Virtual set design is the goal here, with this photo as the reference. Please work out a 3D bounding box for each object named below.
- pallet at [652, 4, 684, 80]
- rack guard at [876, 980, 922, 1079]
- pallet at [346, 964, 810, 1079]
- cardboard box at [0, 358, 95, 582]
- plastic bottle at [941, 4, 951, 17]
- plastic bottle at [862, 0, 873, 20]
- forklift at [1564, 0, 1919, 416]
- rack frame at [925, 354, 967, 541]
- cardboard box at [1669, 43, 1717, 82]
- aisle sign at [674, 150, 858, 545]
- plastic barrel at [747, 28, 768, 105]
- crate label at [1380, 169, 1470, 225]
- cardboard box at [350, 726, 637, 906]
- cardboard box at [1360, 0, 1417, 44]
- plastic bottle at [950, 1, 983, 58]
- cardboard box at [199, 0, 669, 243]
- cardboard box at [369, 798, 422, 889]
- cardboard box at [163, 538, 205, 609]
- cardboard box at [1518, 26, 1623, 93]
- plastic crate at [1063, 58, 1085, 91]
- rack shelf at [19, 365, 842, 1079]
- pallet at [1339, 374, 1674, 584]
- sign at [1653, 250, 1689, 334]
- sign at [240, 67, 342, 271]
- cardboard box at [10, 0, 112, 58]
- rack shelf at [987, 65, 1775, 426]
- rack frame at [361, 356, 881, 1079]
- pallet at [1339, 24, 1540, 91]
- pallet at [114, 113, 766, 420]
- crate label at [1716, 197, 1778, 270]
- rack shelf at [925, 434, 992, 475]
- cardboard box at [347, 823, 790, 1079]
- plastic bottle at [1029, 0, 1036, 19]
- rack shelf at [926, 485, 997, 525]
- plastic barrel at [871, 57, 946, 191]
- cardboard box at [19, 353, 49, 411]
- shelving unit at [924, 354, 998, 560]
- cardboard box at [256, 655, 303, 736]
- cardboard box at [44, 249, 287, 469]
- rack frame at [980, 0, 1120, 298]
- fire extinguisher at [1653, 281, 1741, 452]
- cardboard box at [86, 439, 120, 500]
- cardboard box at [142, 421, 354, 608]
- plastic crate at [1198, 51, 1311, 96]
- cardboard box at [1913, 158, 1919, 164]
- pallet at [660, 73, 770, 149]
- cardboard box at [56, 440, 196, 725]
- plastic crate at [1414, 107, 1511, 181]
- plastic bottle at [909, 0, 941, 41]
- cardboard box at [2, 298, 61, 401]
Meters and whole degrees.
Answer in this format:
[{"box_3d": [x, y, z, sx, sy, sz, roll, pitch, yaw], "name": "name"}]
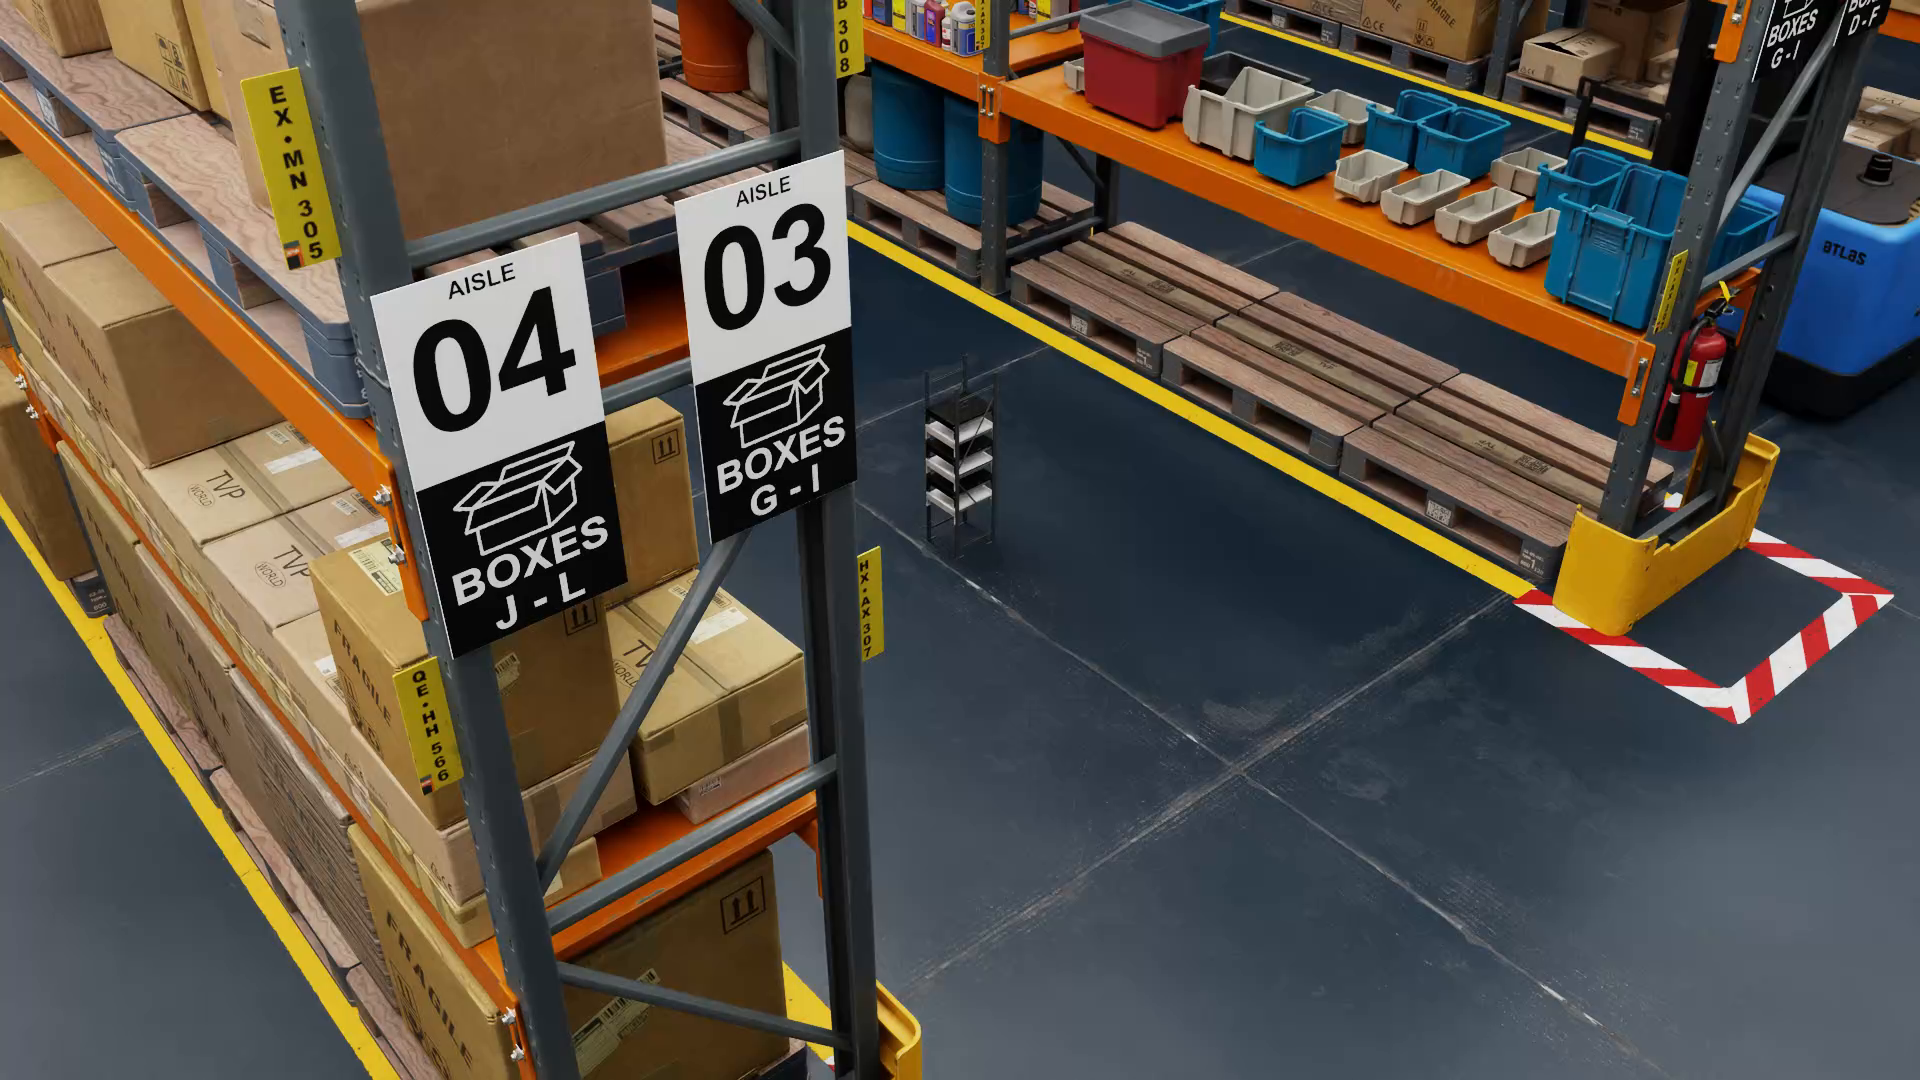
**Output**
[{"box_3d": [-2.509, -3.842, 12.992, 1.003, 0.211, 1.213, -26, 43, -32], "name": "pallet"}, {"box_3d": [-0.644, 1.787, 4.795, 1.175, 0.500, 0.348, -26, 43, -32], "name": "rack guard"}, {"box_3d": [-1.236, 1.570, 5.350, 1.003, 0.211, 1.213, -26, 43, -32], "name": "pallet"}, {"box_3d": [-3.669, -0.589, 7.462, 1.225, 0.875, 0.875, -26, 43, -32], "name": "cardboard box"}, {"box_3d": [-0.094, -2.952, 9.495, 0.097, 0.201, 0.097, 0, 35, 0], "name": "plastic bottle"}, {"box_3d": [-0.520, -3.244, 9.842, 0.152, 0.276, 0.135, -26, 43, -32], "name": "plastic bottle"}, {"box_3d": [3.928, -2.616, 8.908, 1.130, 2.935, 3.031, -25, 42, -31], "name": "forklift"}, {"box_3d": [-0.060, -0.409, 7.548, 0.240, 0.900, 0.006, -26, 43, -32], "name": "rack frame"}, {"box_3d": [5.397, -3.308, 11.772, 0.500, 0.311, 0.500, -26, 43, -32], "name": "cardboard box"}, {"box_3d": [-0.384, -0.385, 3.449, 0.394, 0.787, 0.004, -26, 43, -32], "name": "aisle sign"}, {"box_3d": [-1.278, -3.354, 11.679, 0.421, 0.512, 0.421, 0, 35, 0], "name": "plastic barrel"}, {"box_3d": [2.085, -1.548, 7.516, 0.396, 0.136, 0.243, -26, 43, -32], "name": "crate label"}, {"box_3d": [-1.175, 0.581, 4.207, 0.500, 0.250, 0.500, -27, 43, -32], "name": "cardboard box"}, {"box_3d": [3.479, -4.195, 12.860, 0.500, 0.500, 0.500, -26, 43, -32], "name": "cardboard box"}, {"box_3d": [0.041, -2.860, 9.300, 0.152, 0.276, 0.135, -26, 43, -32], "name": "plastic bottle"}, {"box_3d": [-1.036, -0.931, 3.337, 0.700, 0.500, 0.500, -29, 44, -34], "name": "cardboard box"}, {"box_3d": [-1.310, 0.710, 4.369, 0.380, 0.149, 0.250, -26, 43, -31], "name": "cardboard box"}, {"box_3d": [-2.297, 0.035, 5.323, 0.380, 0.149, 0.250, -27, 44, -33], "name": "cardboard box"}, {"box_3d": [4.434, -3.519, 12.070, 0.500, 0.311, 0.500, -26, 43, -32], "name": "cardboard box"}, {"box_3d": [0.734, -2.515, 8.882, 0.396, 0.136, 0.243, -26, 43, -32], "name": "plastic crate"}, {"box_3d": [-1.951, 0.167, 5.542, 1.077, 0.370, 4.000, -26, 43, -32], "name": "rack shelf"}, {"box_3d": [2.621, -0.332, 8.036, 1.003, 0.211, 1.213, -26, 43, -32], "name": "pallet"}, {"box_3d": [2.714, -0.945, 6.348, 0.100, 0.325, 0.005, -26, 43, -32], "name": "sign"}, {"box_3d": [-1.083, -0.601, 2.710, 0.100, 0.325, 0.005, -26, 43, -32], "name": "sign"}, {"box_3d": [-2.118, -1.641, 4.340, 0.700, 0.500, 0.500, -24, 42, -30], "name": "cardboard box"}, {"box_3d": [1.833, -1.681, 8.150, 1.077, 0.370, 4.000, -26, 43, -32], "name": "rack shelf"}, {"box_3d": [-0.660, 0.756, 4.087, 1.000, 3.000, 0.127, -26, 43, -32], "name": "rack frame"}, {"box_3d": [3.775, -3.910, 13.088, 1.003, 0.211, 1.213, -26, 43, -32], "name": "pallet"}, {"box_3d": [-1.147, -0.755, 3.703, 1.003, 0.211, 1.213, -26, 43, -32], "name": "pallet"}, {"box_3d": [3.216, -1.279, 7.054, 0.416, 0.233, 0.303, -26, 43, -32], "name": "crate label"}, {"box_3d": [0.005, -0.410, 7.452, 0.258, 0.077, 0.200, -26, 43, -32], "name": "rack shelf"}, {"box_3d": [-1.134, 1.199, 4.937, 0.875, 0.875, 0.875, -26, 43, -32], "name": "cardboard box"}, {"box_3d": [0.457, -3.200, 9.845, 0.097, 0.201, 0.097, 0, 35, 0], "name": "plastic bottle"}, {"box_3d": [0.005, -0.190, 7.608, 0.258, 0.077, 0.200, -26, 43, -32], "name": "rack shelf"}, {"box_3d": [-0.253, -2.731, 10.464, 0.600, 0.901, 0.708, -26, 43, -32], "name": "plastic barrel"}, {"box_3d": [-3.304, -0.653, 6.294, 0.380, 0.149, 0.250, -26, 43, -32], "name": "cardboard box"}, {"box_3d": [0.005, -0.364, 7.485, 0.258, 0.900, 0.210, -26, 43, -32], "name": "shelving unit"}, {"box_3d": [-1.801, 0.374, 4.844, 0.380, 0.149, 0.250, -27, 43, -33], "name": "cardboard box"}, {"box_3d": [-2.476, -0.621, 5.255, 0.500, 0.500, 0.500, -28, 44, -33], "name": "cardboard box"}, {"box_3d": [0.542, -2.857, 9.189, 1.000, 3.000, 0.127, -26, 43, -32], "name": "rack frame"}, {"box_3d": [2.874, -0.671, 6.492, 0.296, 0.674, 0.183, -26, 43, -32], "name": "fire extinguisher"}, {"box_3d": [-2.793, -0.305, 5.803, 0.380, 0.149, 0.250, -27, 44, -33], "name": "cardboard box"}, {"box_3d": [-2.170, -0.096, 5.163, 0.500, 0.250, 0.500, -26, 43, -32], "name": "cardboard box"}, {"box_3d": [1.470, -2.375, 8.695, 0.437, 0.125, 0.590, -26, 43, -32], "name": "plastic crate"}, {"box_3d": [6.178, -2.321, 10.503, 0.380, 0.166, 0.250, -26, 43, -32], "name": "cardboard box"}, {"box_3d": [-1.498, -3.153, 12.019, 1.003, 0.211, 1.213, -26, 43, -32], "name": "pallet"}, {"box_3d": [-2.876, 0.007, 6.620, 0.875, 0.875, 0.875, -26, 43, -32], "name": "cardboard box"}, {"box_3d": [2.366, -1.860, 7.875, 0.416, 0.233, 0.300, -26, 43, -32], "name": "plastic crate"}, {"box_3d": [-0.195, -3.021, 9.528, 0.152, 0.276, 0.135, -26, 43, -32], "name": "plastic bottle"}, {"box_3d": [-3.138, -0.765, 6.107, 0.500, 0.250, 0.500, -27, 43, -33], "name": "cardboard box"}]
